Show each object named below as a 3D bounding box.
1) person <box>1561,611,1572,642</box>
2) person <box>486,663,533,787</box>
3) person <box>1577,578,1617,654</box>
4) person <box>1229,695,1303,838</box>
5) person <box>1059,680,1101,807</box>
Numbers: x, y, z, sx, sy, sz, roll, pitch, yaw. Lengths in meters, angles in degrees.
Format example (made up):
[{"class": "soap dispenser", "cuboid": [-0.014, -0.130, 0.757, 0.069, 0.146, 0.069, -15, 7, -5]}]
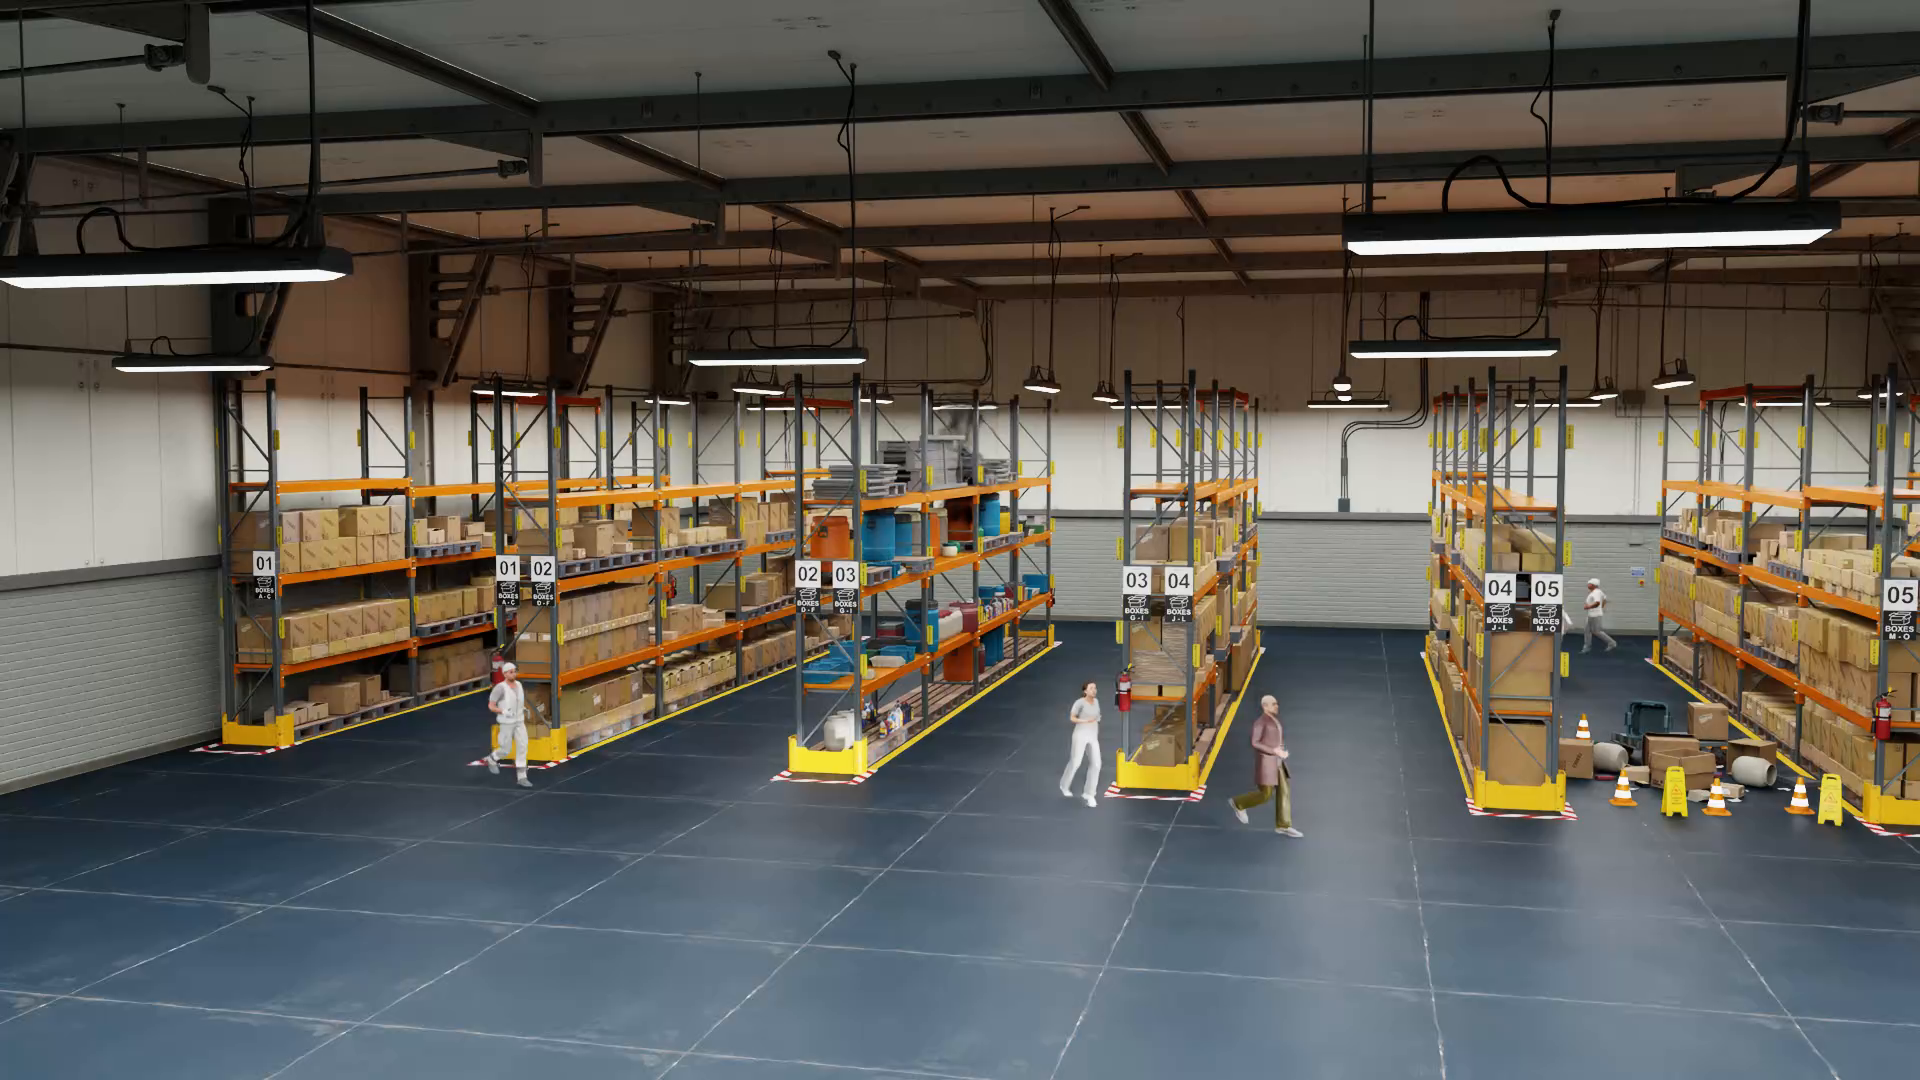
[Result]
[{"class": "person", "cuboid": [12.710, 2.041, 35.490, 0.624, 1.659, 0.757, 0, 3, 4]}, {"class": "person", "cuboid": [-6.533, 2.662, 24.127, 0.953, 1.778, 0.670, 3, 4, 40]}, {"class": "person", "cuboid": [14.859, 1.794, 38.782, 0.844, 1.798, 0.703, 1, 4, 20]}, {"class": "person", "cuboid": [3.898, 2.851, 21.115, 1.004, 1.772, 0.713, 3, 4, 39]}, {"class": "person", "cuboid": [1.732, 2.785, 23.049, 0.571, 1.713, 0.782, -2, 4, -28]}]
